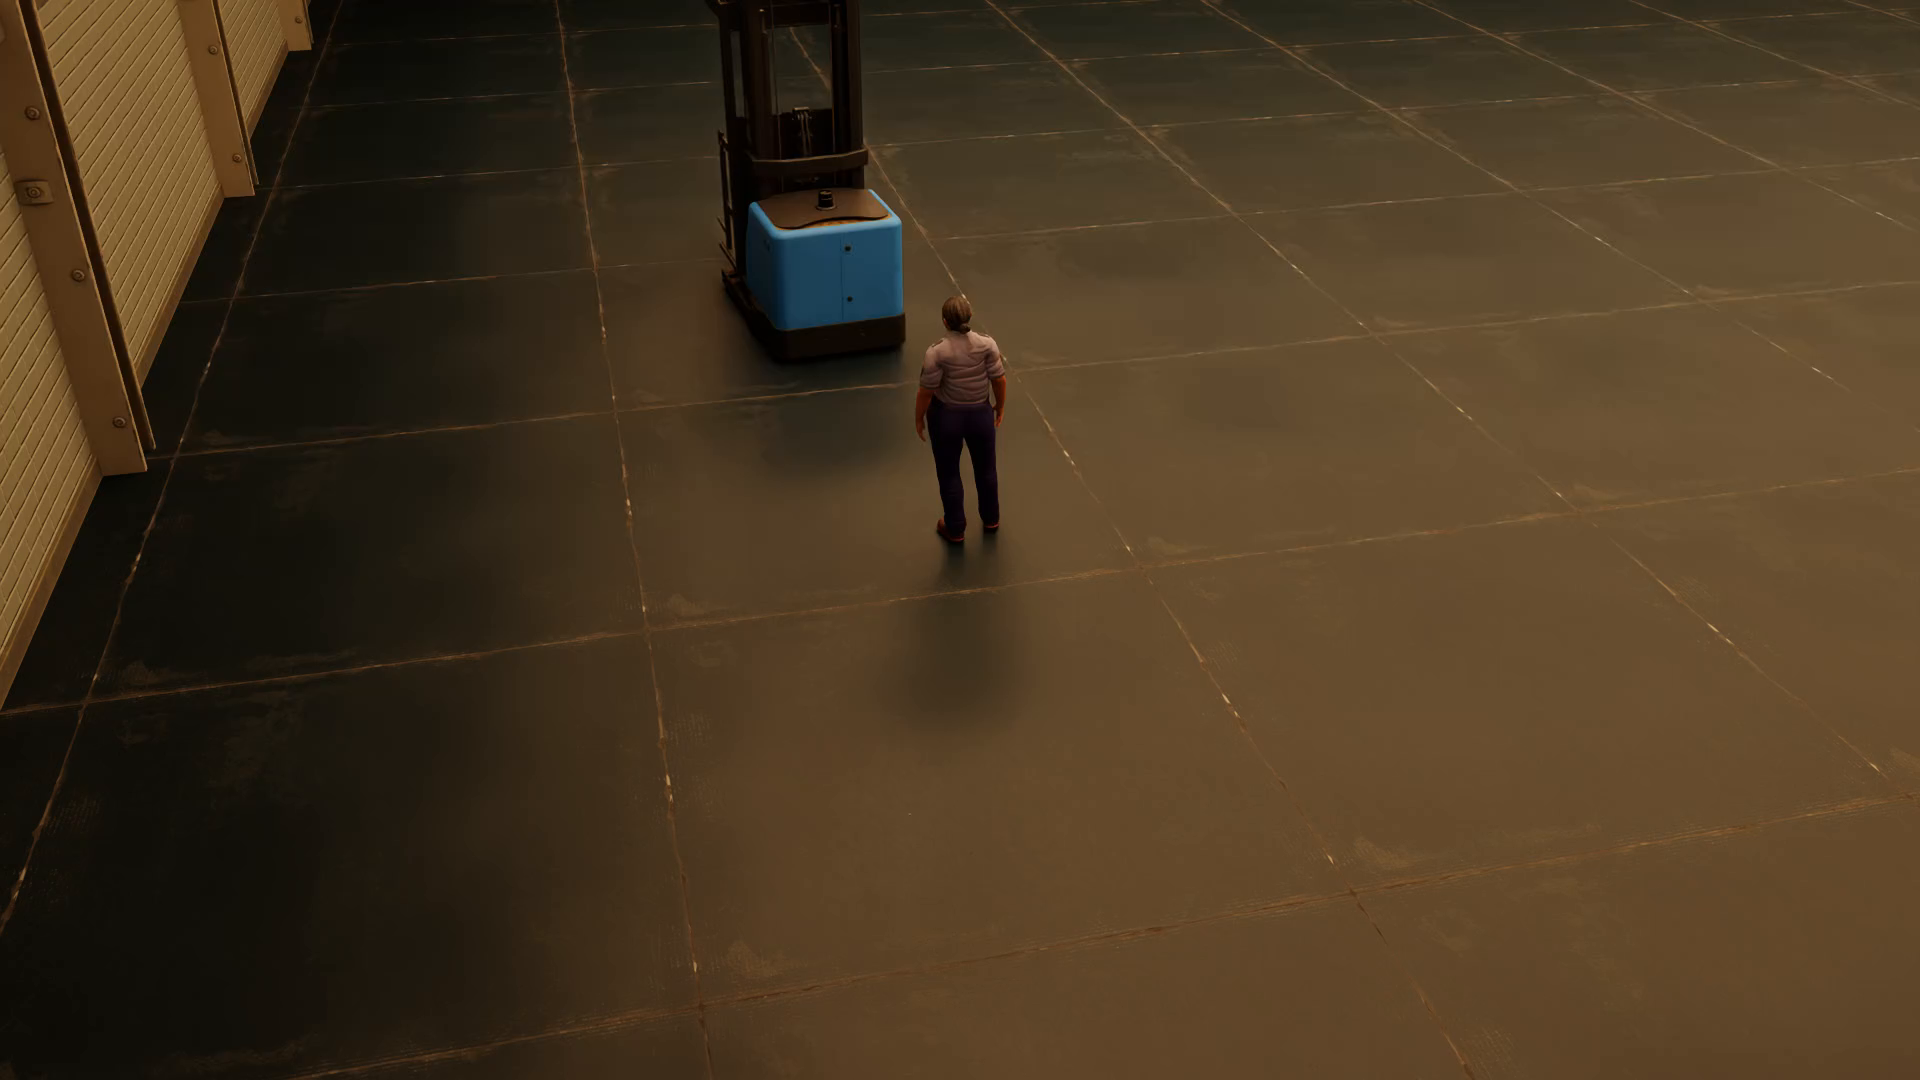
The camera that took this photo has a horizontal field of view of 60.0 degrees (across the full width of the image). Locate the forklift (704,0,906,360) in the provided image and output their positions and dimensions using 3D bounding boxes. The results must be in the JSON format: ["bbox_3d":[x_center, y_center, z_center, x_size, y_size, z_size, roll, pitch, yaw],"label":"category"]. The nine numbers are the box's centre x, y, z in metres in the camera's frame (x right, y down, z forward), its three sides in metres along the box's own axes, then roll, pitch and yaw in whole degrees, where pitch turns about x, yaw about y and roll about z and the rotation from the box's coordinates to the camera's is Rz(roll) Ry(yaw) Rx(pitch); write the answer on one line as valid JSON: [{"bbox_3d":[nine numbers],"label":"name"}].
[{"bbox_3d":[-1.392,-3.376,13.407,1.130,2.935,3.031,-10,32,-17],"label":"forklift"}]

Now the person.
[{"bbox_3d":[0.002,-0.766,10.164,0.598,1.651,0.502,-7,31,-12],"label":"person"}]
